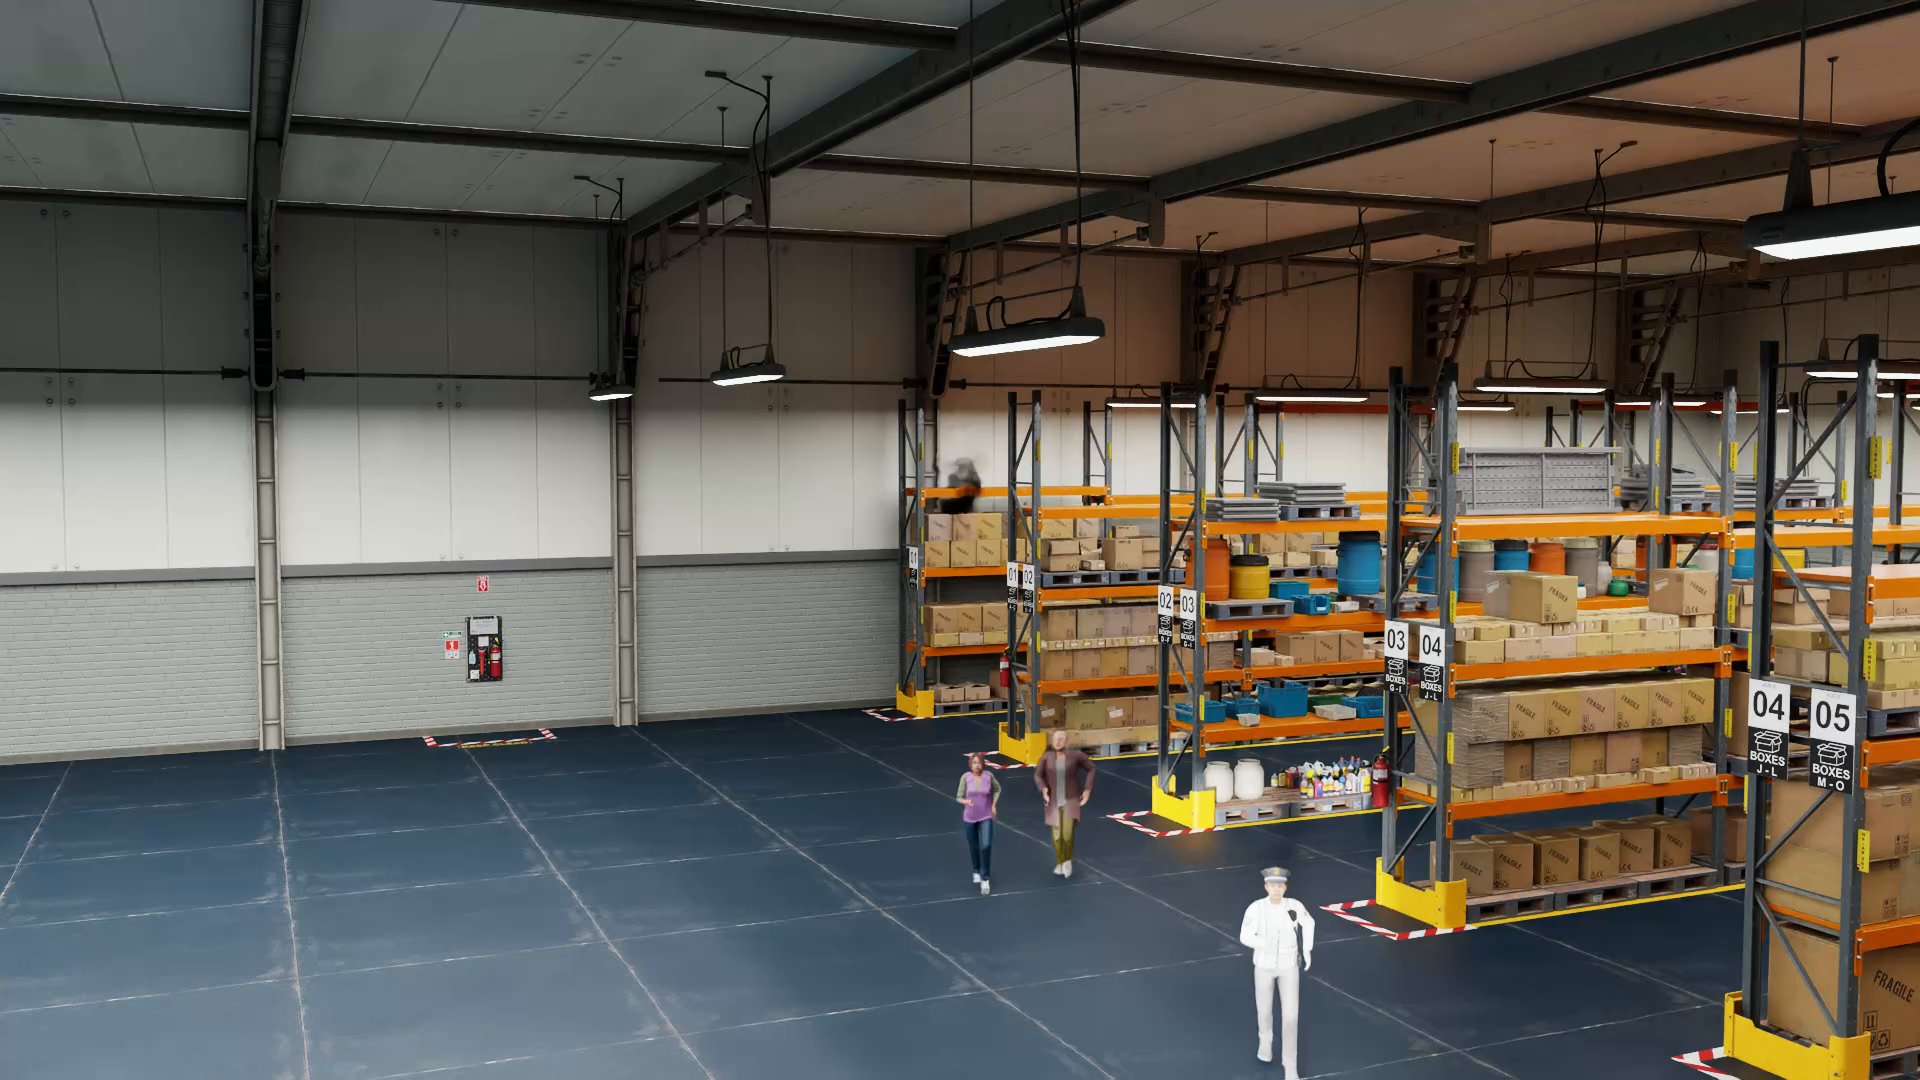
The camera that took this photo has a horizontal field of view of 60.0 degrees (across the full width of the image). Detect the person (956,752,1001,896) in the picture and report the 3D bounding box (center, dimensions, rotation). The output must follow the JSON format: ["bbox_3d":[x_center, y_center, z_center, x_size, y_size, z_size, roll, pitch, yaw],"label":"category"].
[{"bbox_3d":[0.210,3.250,19.118,0.513,1.634,0.702,0,3,3],"label":"person"}]

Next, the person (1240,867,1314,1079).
[{"bbox_3d":[2.590,3.527,13.579,0.601,1.757,0.756,1,3,10],"label":"person"}]

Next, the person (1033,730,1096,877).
[{"bbox_3d":[1.217,3.134,19.745,0.721,1.740,0.680,1,3,15],"label":"person"}]
